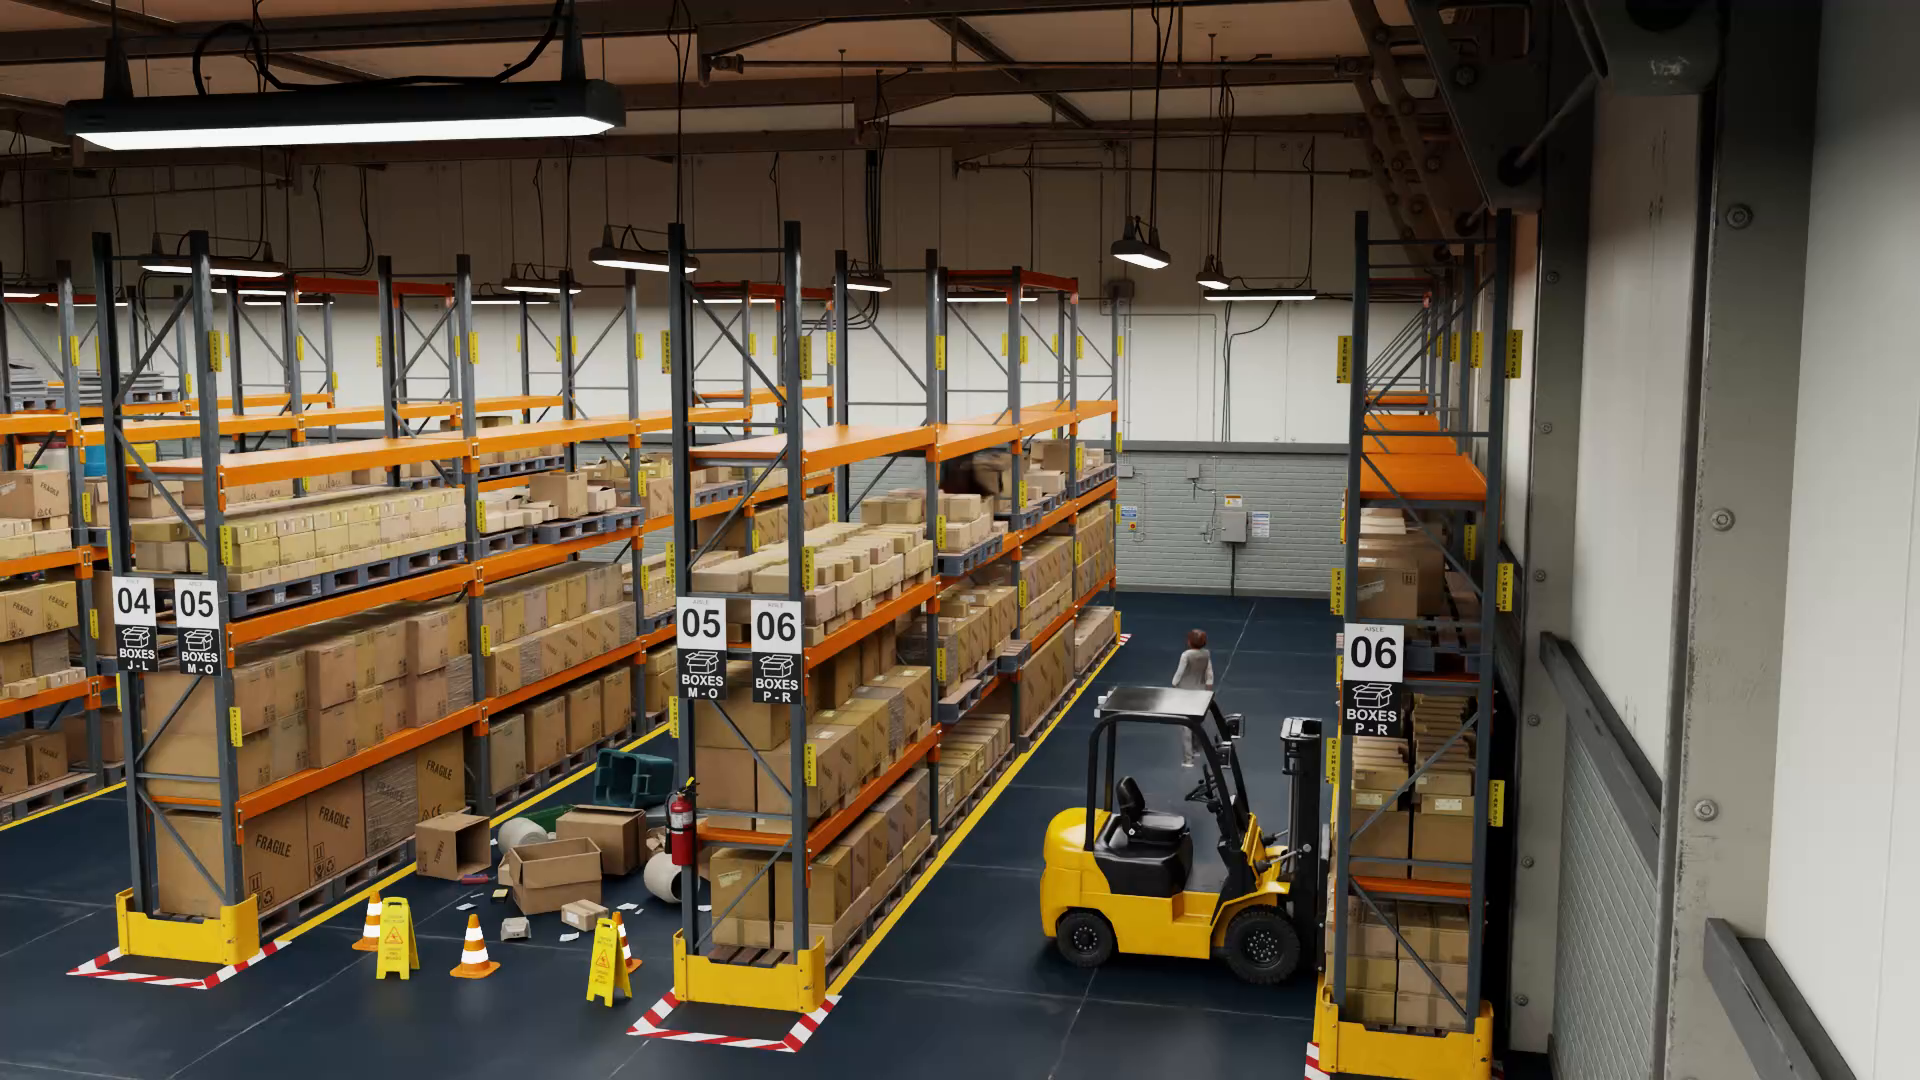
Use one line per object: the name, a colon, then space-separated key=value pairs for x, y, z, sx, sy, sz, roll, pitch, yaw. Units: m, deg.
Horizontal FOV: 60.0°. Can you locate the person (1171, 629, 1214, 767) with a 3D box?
person: x=2.631 y=1.777 z=18.957 sx=0.512 sy=1.575 sz=0.812 roll=1 pitch=7 yaw=4
